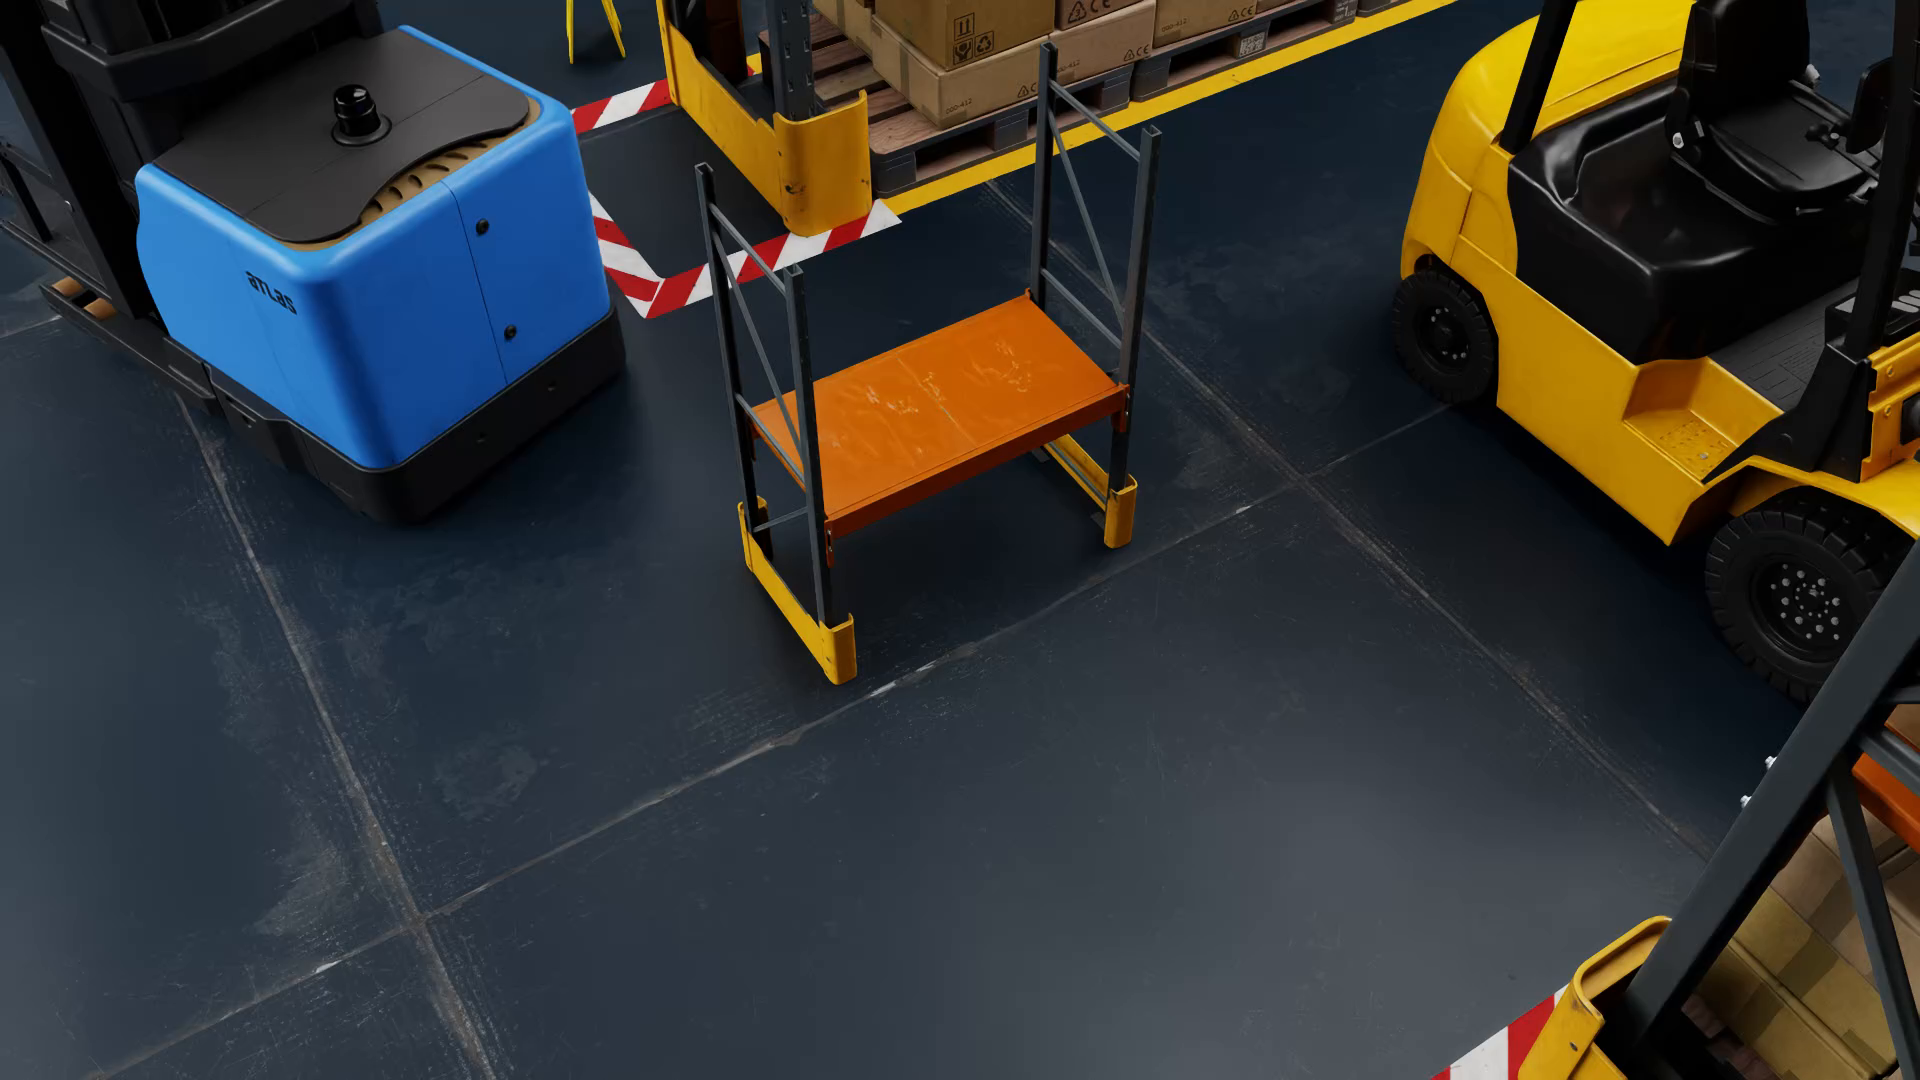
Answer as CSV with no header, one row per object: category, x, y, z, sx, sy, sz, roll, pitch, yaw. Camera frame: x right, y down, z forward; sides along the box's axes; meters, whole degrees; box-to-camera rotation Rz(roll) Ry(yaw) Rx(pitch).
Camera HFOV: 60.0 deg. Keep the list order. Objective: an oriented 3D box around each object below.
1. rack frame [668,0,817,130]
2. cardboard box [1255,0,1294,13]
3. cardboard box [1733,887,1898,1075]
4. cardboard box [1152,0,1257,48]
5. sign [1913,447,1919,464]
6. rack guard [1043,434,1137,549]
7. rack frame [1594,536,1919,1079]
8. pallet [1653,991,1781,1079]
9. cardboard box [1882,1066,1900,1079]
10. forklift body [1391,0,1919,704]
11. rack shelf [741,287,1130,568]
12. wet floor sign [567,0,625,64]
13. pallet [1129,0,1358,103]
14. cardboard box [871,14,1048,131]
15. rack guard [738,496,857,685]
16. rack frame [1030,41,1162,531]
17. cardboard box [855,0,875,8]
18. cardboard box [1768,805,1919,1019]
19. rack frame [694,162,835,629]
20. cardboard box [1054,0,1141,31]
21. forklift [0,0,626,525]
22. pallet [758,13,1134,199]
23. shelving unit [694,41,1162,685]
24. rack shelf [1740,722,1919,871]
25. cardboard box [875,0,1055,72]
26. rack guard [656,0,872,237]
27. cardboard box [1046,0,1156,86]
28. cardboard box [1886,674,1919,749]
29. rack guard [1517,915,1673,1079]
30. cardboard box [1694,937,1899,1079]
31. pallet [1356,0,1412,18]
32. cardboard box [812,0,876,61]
rack frame,-0.833,-2.528,5.493,0.127,3.000,1.000,-25,53,-21
cardboard box,1.316,-2.524,7.049,0.500,0.250,0.500,-24,53,-20
cardboard box,2.063,0.823,3.734,0.500,0.250,0.500,-26,53,-21
cardboard box,0.887,-2.324,6.871,0.500,0.250,0.500,-22,52,-18
sign,1.541,-0.207,2.491,0.005,0.325,0.100,-25,53,-21
rack guard,0.357,-0.251,5.306,0.087,0.250,0.587,-25,53,-21
rack frame,1.818,0.605,2.702,0.127,3.000,1.000,-25,53,-21
pallet,2.443,1.202,4.038,1.213,0.211,1.003,-25,53,-21
cardboard box,2.338,1.308,3.637,0.500,0.250,0.500,-25,53,-21
forklift body,2.449,-1.020,4.718,1.214,2.155,2.313,-25,53,-21
rack shelf,-0.072,-0.345,4.794,1.000,0.185,0.538,-25,53,-21
wet floor sign,-1.565,-2.345,6.906,0.232,0.644,0.267,-9,49,-8
pallet,0.968,-2.415,7.260,1.213,0.211,1.003,-25,53,-21
cardboard box,-0.004,-1.900,6.494,0.500,0.250,0.500,-26,53,-21
rack guard,-0.486,0.146,4.953,0.087,0.250,0.587,-25,53,-21
rack frame,0.358,-0.667,4.840,0.032,1.500,0.500,-25,53,-21
cardboard box,-0.295,-2.487,6.514,0.500,0.500,0.500,-25,53,-21
cardboard box,2.041,0.667,3.538,0.500,0.250,0.500,-24,52,-20
rack frame,-0.502,-0.262,4.479,0.032,1.500,0.500,-25,53,-21
cardboard box,0.456,-2.370,6.410,0.500,0.500,0.500,-27,54,-22
forklift,-2.621,-1.941,5.016,3.031,2.935,1.130,30,55,24
pallet,-0.063,-1.932,6.830,1.213,0.211,1.003,-25,53,-21
shelving unit,-0.064,-0.468,4.663,1.083,1.500,0.587,-25,53,-21
rack shelf,3.510,0.048,3.681,4.000,0.370,1.077,-25,53,-21
cardboard box,0.016,-2.159,6.222,0.500,0.500,0.500,-27,54,-22
rack guard,-0.769,-1.727,6.453,0.348,0.500,1.175,-25,53,-21
cardboard box,0.432,-2.099,6.670,0.500,0.250,0.500,-23,52,-20
cardboard box,2.094,0.210,2.987,0.500,0.500,0.500,-26,53,-22
rack guard,1.798,1.446,3.627,0.348,0.500,1.175,-25,53,-21
cardboard box,2.047,0.994,3.917,0.500,0.250,0.500,-25,53,-21
pallet,2.001,-2.905,7.695,1.213,0.211,1.003,-25,53,-21
cardboard box,-0.273,-2.255,6.810,0.500,0.250,0.500,-25,53,-21
